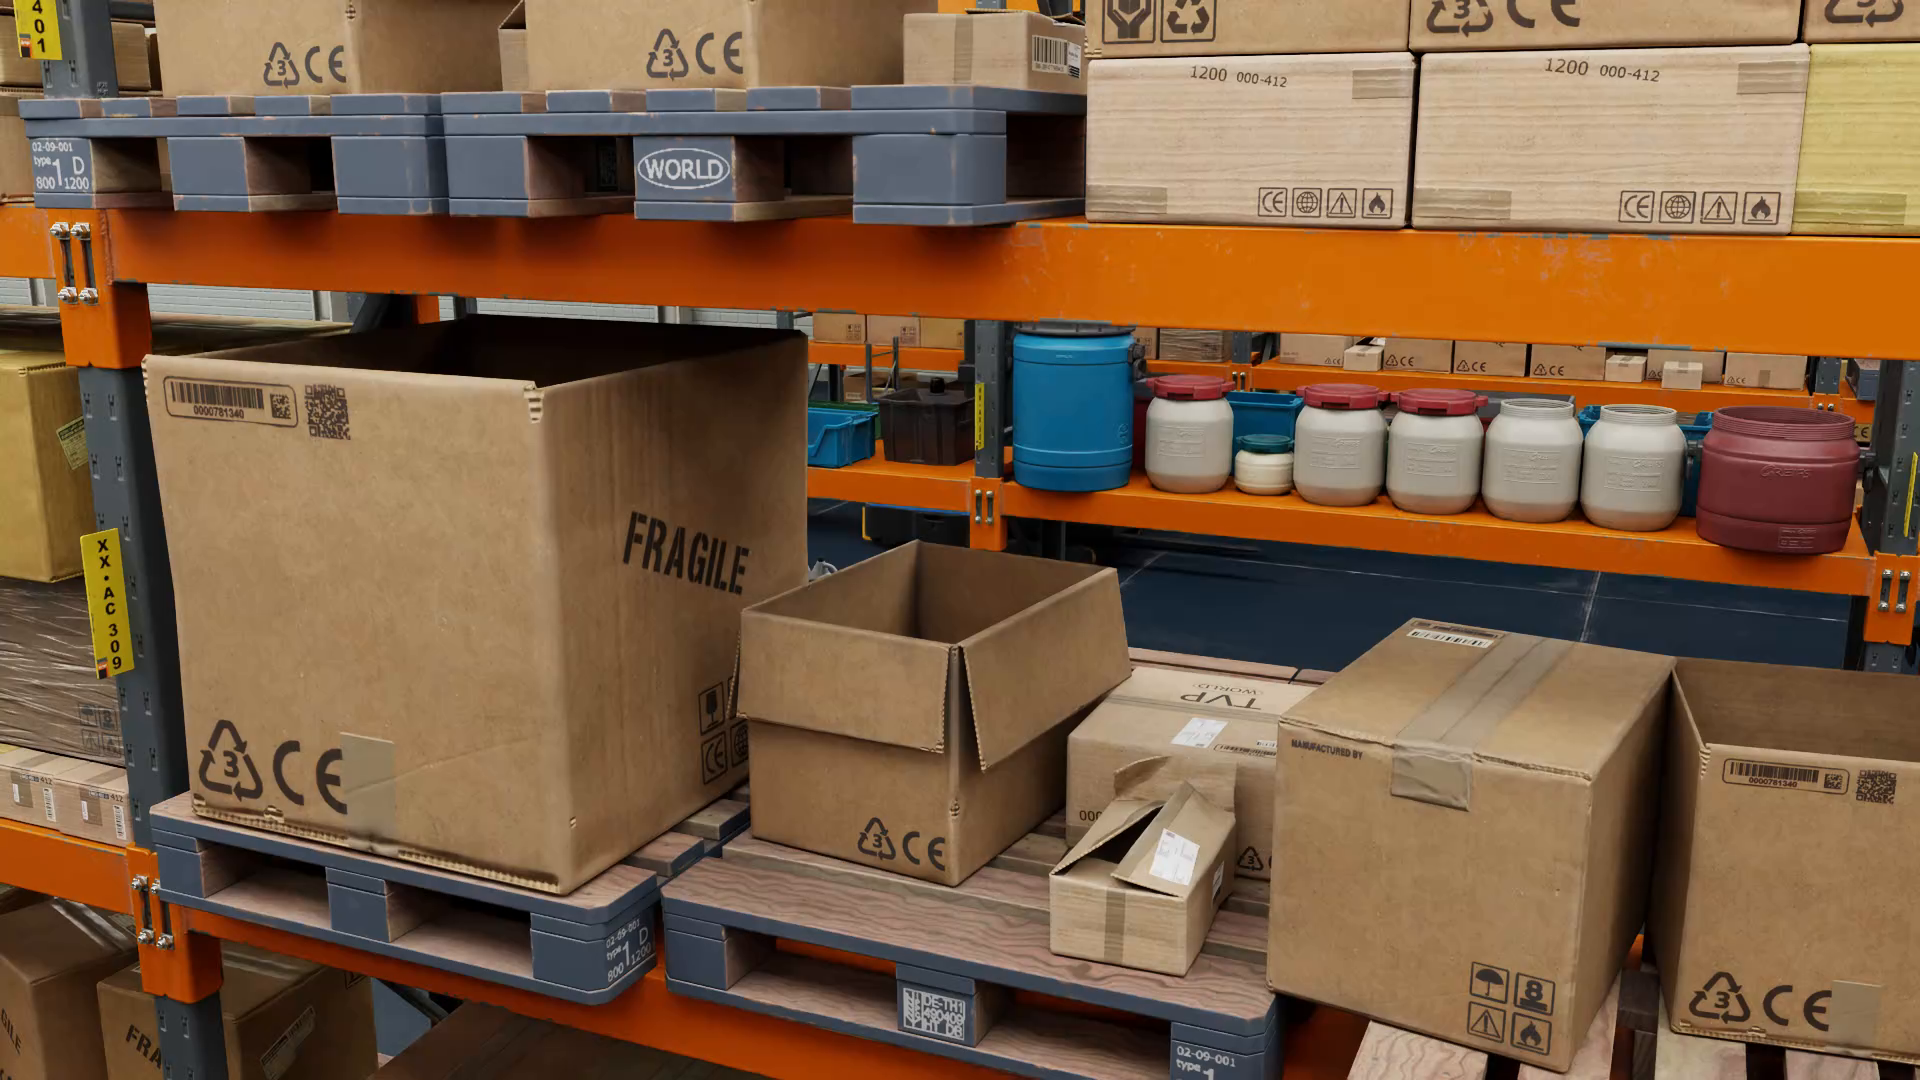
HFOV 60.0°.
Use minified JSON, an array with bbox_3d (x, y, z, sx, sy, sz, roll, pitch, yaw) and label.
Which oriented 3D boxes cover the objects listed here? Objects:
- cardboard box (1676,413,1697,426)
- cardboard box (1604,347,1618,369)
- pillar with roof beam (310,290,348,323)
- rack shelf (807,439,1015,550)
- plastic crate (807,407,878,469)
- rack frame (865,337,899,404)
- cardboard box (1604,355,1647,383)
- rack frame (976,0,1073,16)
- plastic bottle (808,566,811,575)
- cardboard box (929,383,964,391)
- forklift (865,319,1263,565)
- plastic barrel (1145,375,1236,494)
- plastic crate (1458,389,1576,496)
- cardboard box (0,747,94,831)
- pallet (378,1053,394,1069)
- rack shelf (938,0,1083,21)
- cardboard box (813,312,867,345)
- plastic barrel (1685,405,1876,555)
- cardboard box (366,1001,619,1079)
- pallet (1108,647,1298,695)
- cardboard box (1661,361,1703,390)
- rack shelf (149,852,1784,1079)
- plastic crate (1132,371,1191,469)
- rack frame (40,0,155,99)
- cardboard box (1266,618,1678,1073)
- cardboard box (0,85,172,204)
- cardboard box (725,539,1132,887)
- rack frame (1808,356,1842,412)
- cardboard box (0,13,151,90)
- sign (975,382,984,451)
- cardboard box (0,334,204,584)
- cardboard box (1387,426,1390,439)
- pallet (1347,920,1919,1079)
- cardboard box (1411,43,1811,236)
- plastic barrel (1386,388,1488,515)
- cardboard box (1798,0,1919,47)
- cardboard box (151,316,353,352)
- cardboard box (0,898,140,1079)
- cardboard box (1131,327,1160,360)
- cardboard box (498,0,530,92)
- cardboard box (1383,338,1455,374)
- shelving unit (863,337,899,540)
[{"bbox_3d":[7.320,-1.338,16.400,0.500,0.500,0.700,6,14,24],"label":"cardboard box"},{"bbox_3d":[6.352,-1.815,16.793,0.500,0.250,0.500,6,14,23],"label":"cardboard box"},{"bbox_3d":[-11.040,-6.273,19.790,0.400,9.000,9.100,6,14,23],"label":"pillar with roof beam"},{"bbox_3d":[-1.499,-0.421,9.557,4.000,0.370,1.077,6,14,23],"label":"rack shelf"},{"bbox_3d":[-0.792,-0.559,8.897,0.616,0.251,0.499,6,14,23],"label":"plastic crate"},{"bbox_3d":[-0.592,-0.793,12.851,0.032,1.500,0.500,6,14,24],"label":"rack frame"},{"bbox_3d":[4.808,-1.234,11.997,0.250,0.149,0.380,7,15,27],"label":"cardboard box"},{"bbox_3d":[0.330,-3.507,8.000,0.127,3.000,1.000,6,14,23],"label":"rack frame"},{"bbox_3d":[-0.972,0.254,9.941,0.185,0.351,0.144,6,15,26],"label":"plastic bottle"},{"bbox_3d":[0.003,-1.036,14.060,0.500,0.500,0.500,6,14,23],"label":"cardboard box"},{"bbox_3d":[0.841,-1.350,12.091,3.031,2.935,1.130,6,14,24],"label":"forklift"},{"bbox_3d":[1.116,-0.518,8.098,0.433,0.535,0.433,0,13,0],"label":"plastic barrel"},{"bbox_3d":[2.633,-0.460,8.011,0.583,0.464,0.402,6,14,23],"label":"plastic crate"},{"bbox_3d":[-2.217,0.587,4.236,0.250,0.149,0.380,6,14,23],"label":"cardboard box"},{"bbox_3d":[-2.305,1.751,4.829,1.213,0.211,1.003,6,14,23],"label":"pallet"},{"bbox_3d":[0.511,-4.181,13.324,4.000,0.370,1.077,6,14,23],"label":"rack shelf"},{"bbox_3d":[-0.896,-1.993,14.464,0.500,0.500,0.700,6,14,23],"label":"cardboard box"},{"bbox_3d":[3.440,-0.262,7.006,0.708,0.536,0.600,6,14,23],"label":"plastic barrel"},{"bbox_3d":[-1.124,1.513,4.251,0.500,0.500,0.700,5,14,19],"label":"cardboard box"},{"bbox_3d":[1.063,0.836,8.729,1.213,0.211,1.003,6,14,23],"label":"pallet"},{"bbox_3d":[5.062,-1.153,11.653,0.250,0.149,0.380,6,14,23],"label":"cardboard box"},{"bbox_3d":[0.152,0.984,3.570,4.000,0.370,1.077,6,14,23],"label":"rack shelf"},{"bbox_3d":[0.896,-0.636,8.760,0.583,0.464,0.402,6,14,23],"label":"plastic crate"},{"bbox_3d":[-1.676,-2.472,3.592,0.127,3.000,1.000,6,14,23],"label":"rack frame"},{"bbox_3d":[0.920,0.493,2.949,0.500,0.500,0.700,8,16,32],"label":"cardboard box"},{"bbox_3d":[-2.199,-0.926,3.899,0.500,0.250,0.500,6,15,25],"label":"cardboard box"},{"bbox_3d":[-0.054,0.335,3.616,0.637,0.503,0.797,7,15,29],"label":"cardboard box"},{"bbox_3d":[5.997,-1.250,11.516,0.127,3.000,1.000,6,14,23],"label":"rack frame"},{"bbox_3d":[-2.091,-1.103,3.777,0.250,0.149,0.380,6,15,25],"label":"cardboard box"},{"bbox_3d":[0.097,-0.607,8.169,0.005,0.325,0.100,6,14,23],"label":"sign"},{"bbox_3d":[-2.199,-0.216,4.050,0.500,0.500,0.500,6,14,23],"label":"cardboard box"},{"bbox_3d":[3.304,-0.735,13.191,0.500,0.311,0.500,6,15,25],"label":"cardboard box"},{"bbox_3d":[1.286,0.868,2.908,1.003,0.211,1.213,6,14,23],"label":"pallet"},{"bbox_3d":[0.988,-0.604,2.527,0.500,0.250,0.500,6,14,23],"label":"cardboard box"},{"bbox_3d":[2.182,-0.410,7.638,0.433,0.535,0.433,0,13,0],"label":"plastic barrel"},{"bbox_3d":[1.443,-0.926,2.254,0.500,0.500,0.500,6,15,25],"label":"cardboard box"},{"bbox_3d":[-1.985,-0.326,4.521,0.500,0.500,0.500,6,14,23],"label":"cardboard box"},{"bbox_3d":[-2.553,1.364,4.927,0.500,0.500,0.500,12,18,41],"label":"cardboard box"},{"bbox_3d":[1.446,-1.756,13.453,0.500,0.500,0.700,6,14,23],"label":"cardboard box"},{"bbox_3d":[-0.776,-1.085,3.620,0.258,0.266,0.396,6,15,25],"label":"cardboard box"},{"bbox_3d":[3.517,-1.546,12.557,0.500,0.500,0.500,7,15,27],"label":"cardboard box"},{"bbox_3d":[-1.045,-0.841,13.055,1.083,1.500,0.587,6,14,24],"label":"shelving unit"}]
